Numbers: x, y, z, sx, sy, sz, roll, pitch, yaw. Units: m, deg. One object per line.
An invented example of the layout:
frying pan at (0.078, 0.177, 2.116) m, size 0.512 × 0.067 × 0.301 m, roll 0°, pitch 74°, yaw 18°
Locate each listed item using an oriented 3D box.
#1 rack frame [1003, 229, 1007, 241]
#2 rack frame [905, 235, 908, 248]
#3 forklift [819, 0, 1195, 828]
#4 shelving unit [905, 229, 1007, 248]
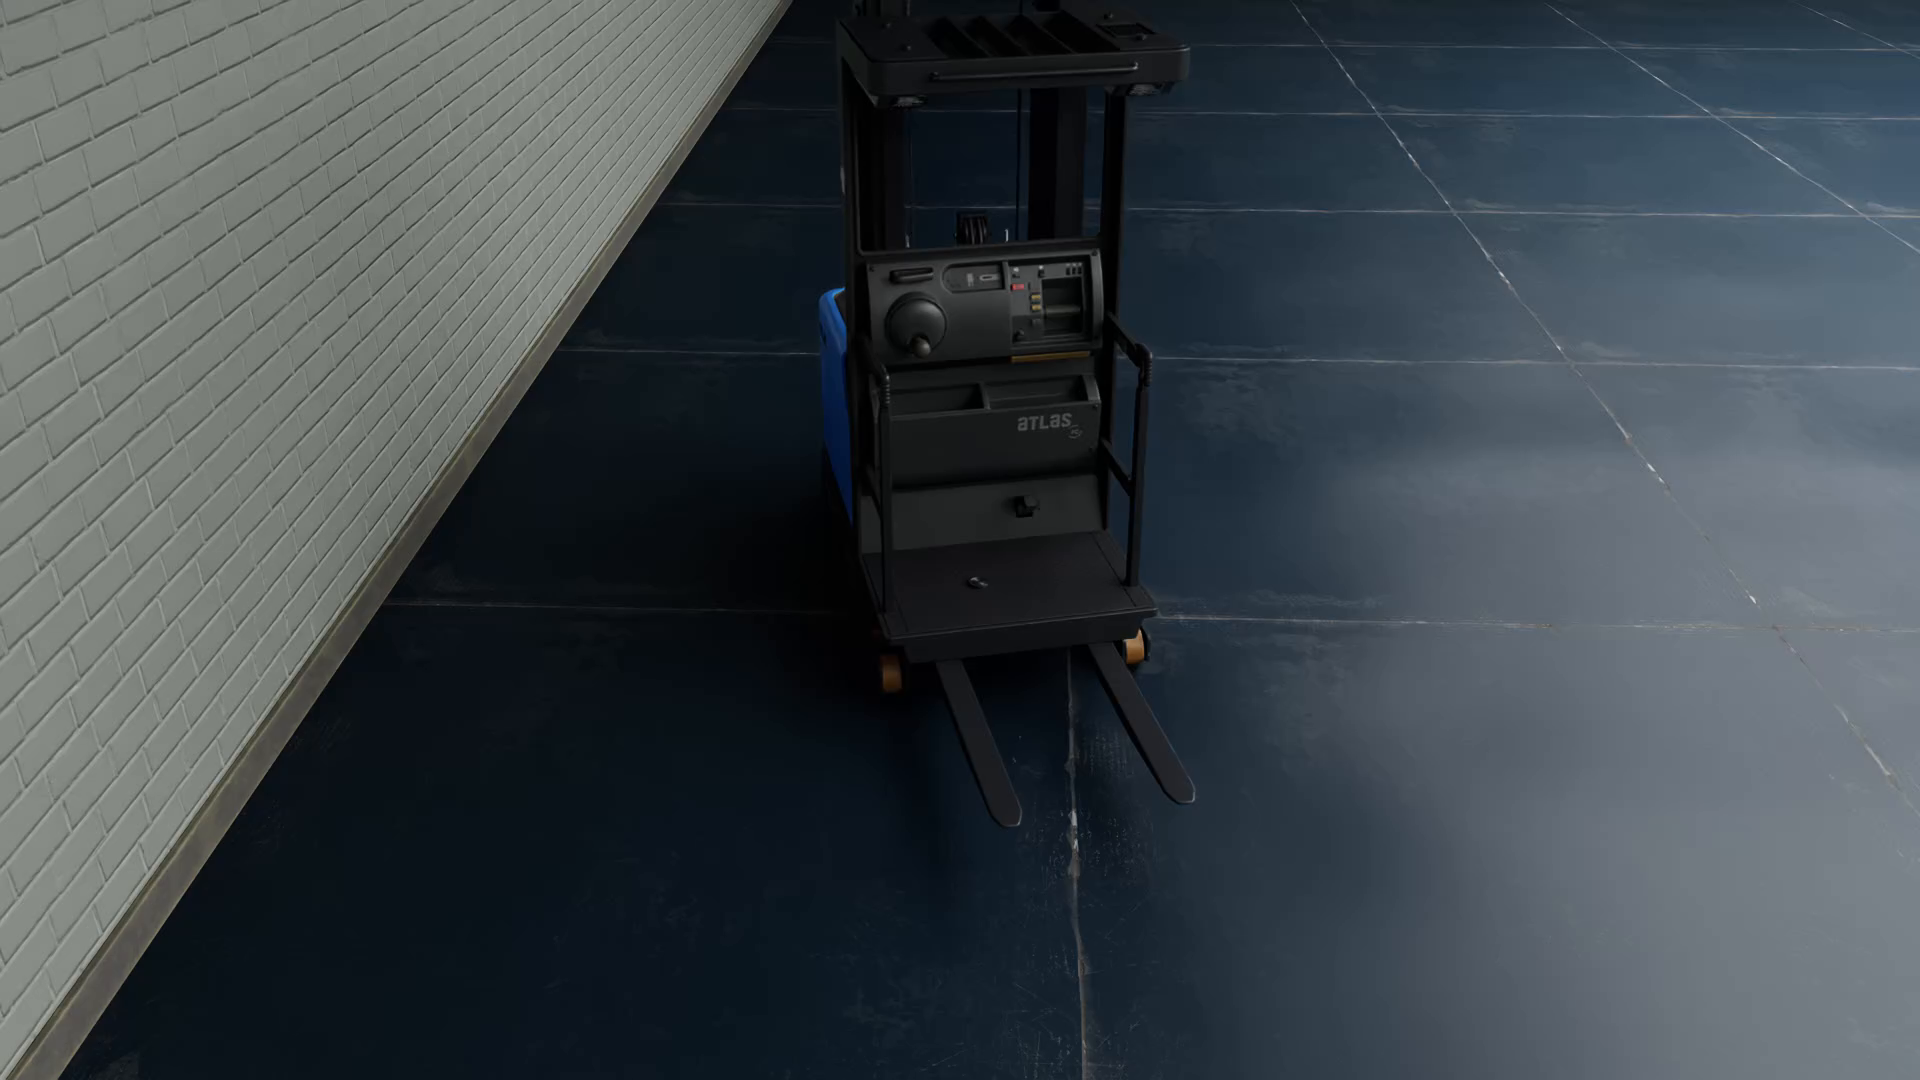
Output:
rack frame at (0.242, -0.917, 8.200) m, size 0.015 × 1.200 × 0.240 m, roll -6°, pitch 28°, yaw -11°
rack frame at (-0.236, -0.869, 8.109) m, size 0.015 × 1.200 × 0.240 m, roll -6°, pitch 28°, yaw -11°
forklift at (0.148, -0.876, 6.274) m, size 1.130 × 2.935 × 3.031 m, roll -6°, pitch 28°, yaw -11°
shelving unit at (0.003, -0.893, 8.154) m, size 0.503 × 1.200 × 0.258 m, roll -6°, pitch 28°, yaw -11°
